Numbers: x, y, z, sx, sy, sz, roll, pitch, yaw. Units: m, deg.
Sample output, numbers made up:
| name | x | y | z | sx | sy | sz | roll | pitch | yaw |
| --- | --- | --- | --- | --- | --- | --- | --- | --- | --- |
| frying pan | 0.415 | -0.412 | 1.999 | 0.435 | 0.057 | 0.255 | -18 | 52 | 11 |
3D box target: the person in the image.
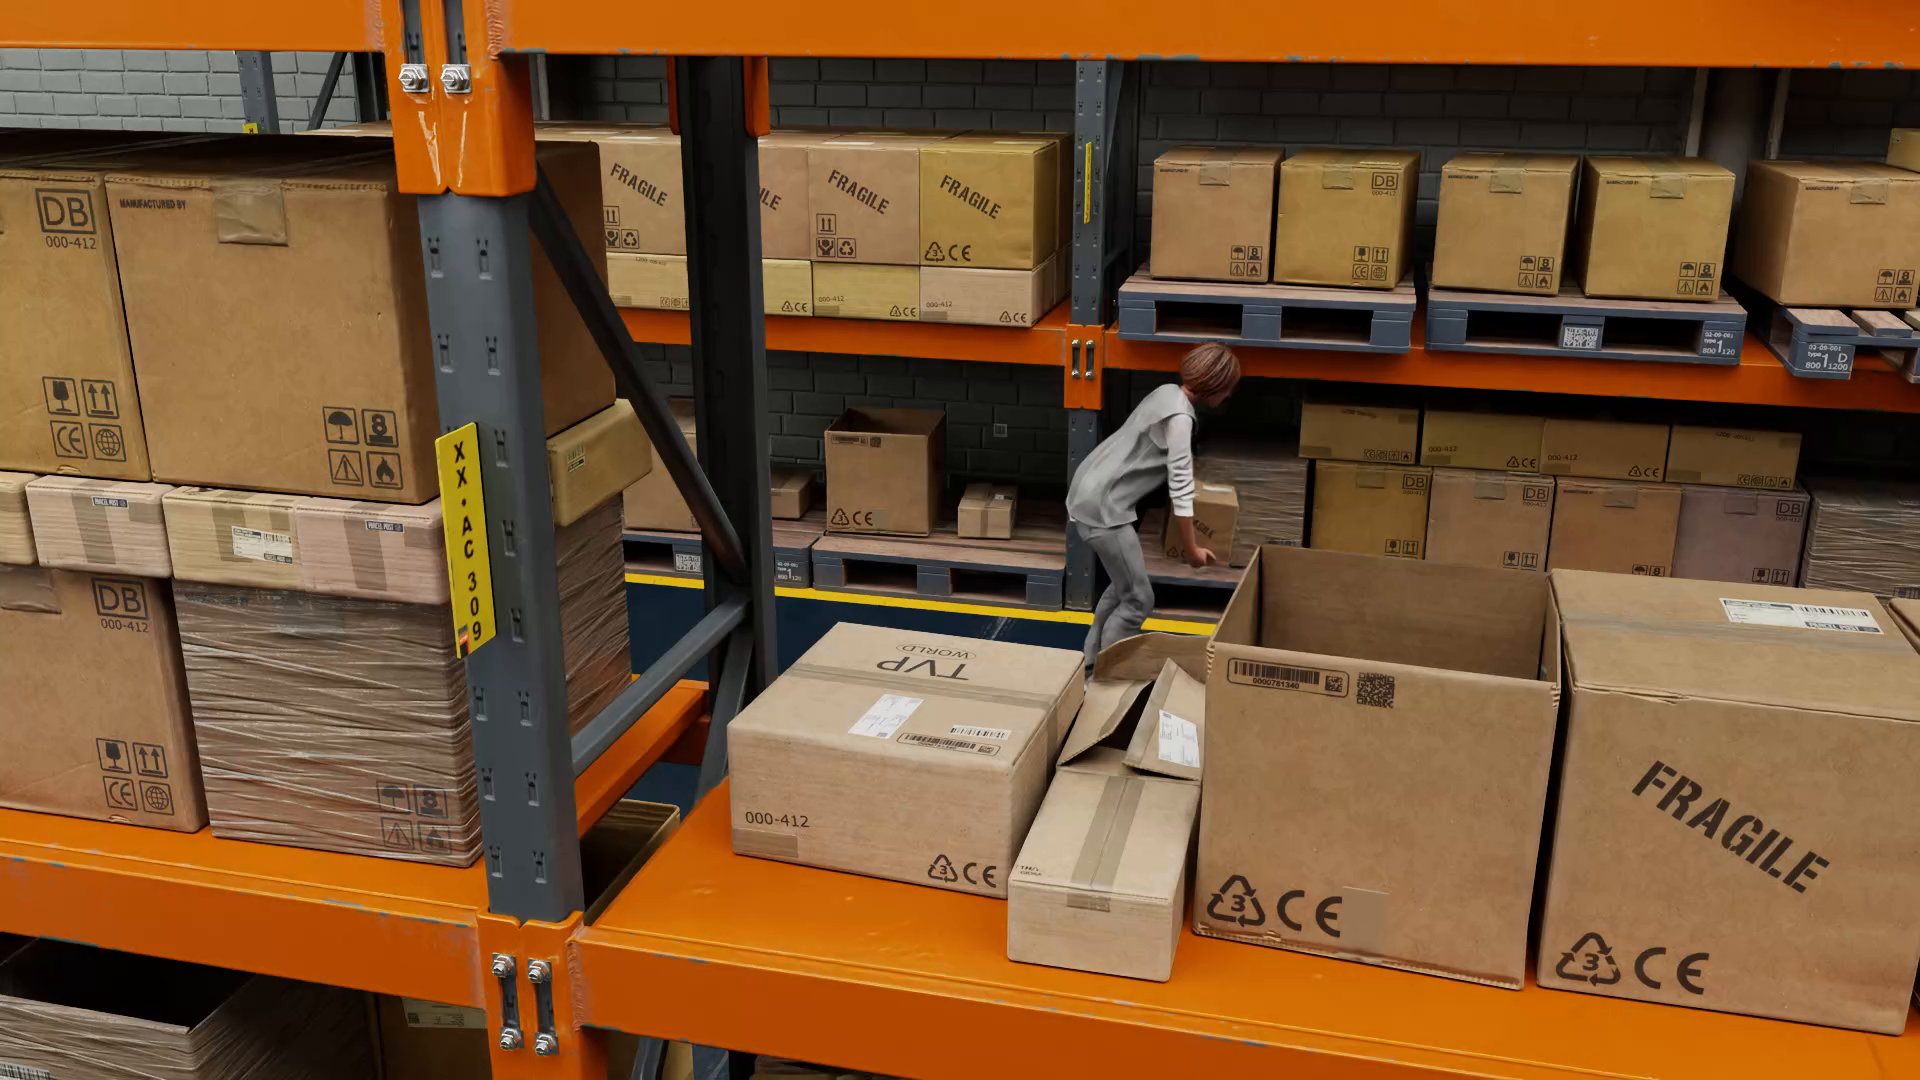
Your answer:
| name | x | y | z | sx | sy | sz | roll | pitch | yaw |
| --- | --- | --- | --- | --- | --- | --- | --- | --- | --- |
| person | 0.728 | -0.028 | 6.416 | 0.645 | 1.439 | 0.376 | 0 | 19 | 0 |
